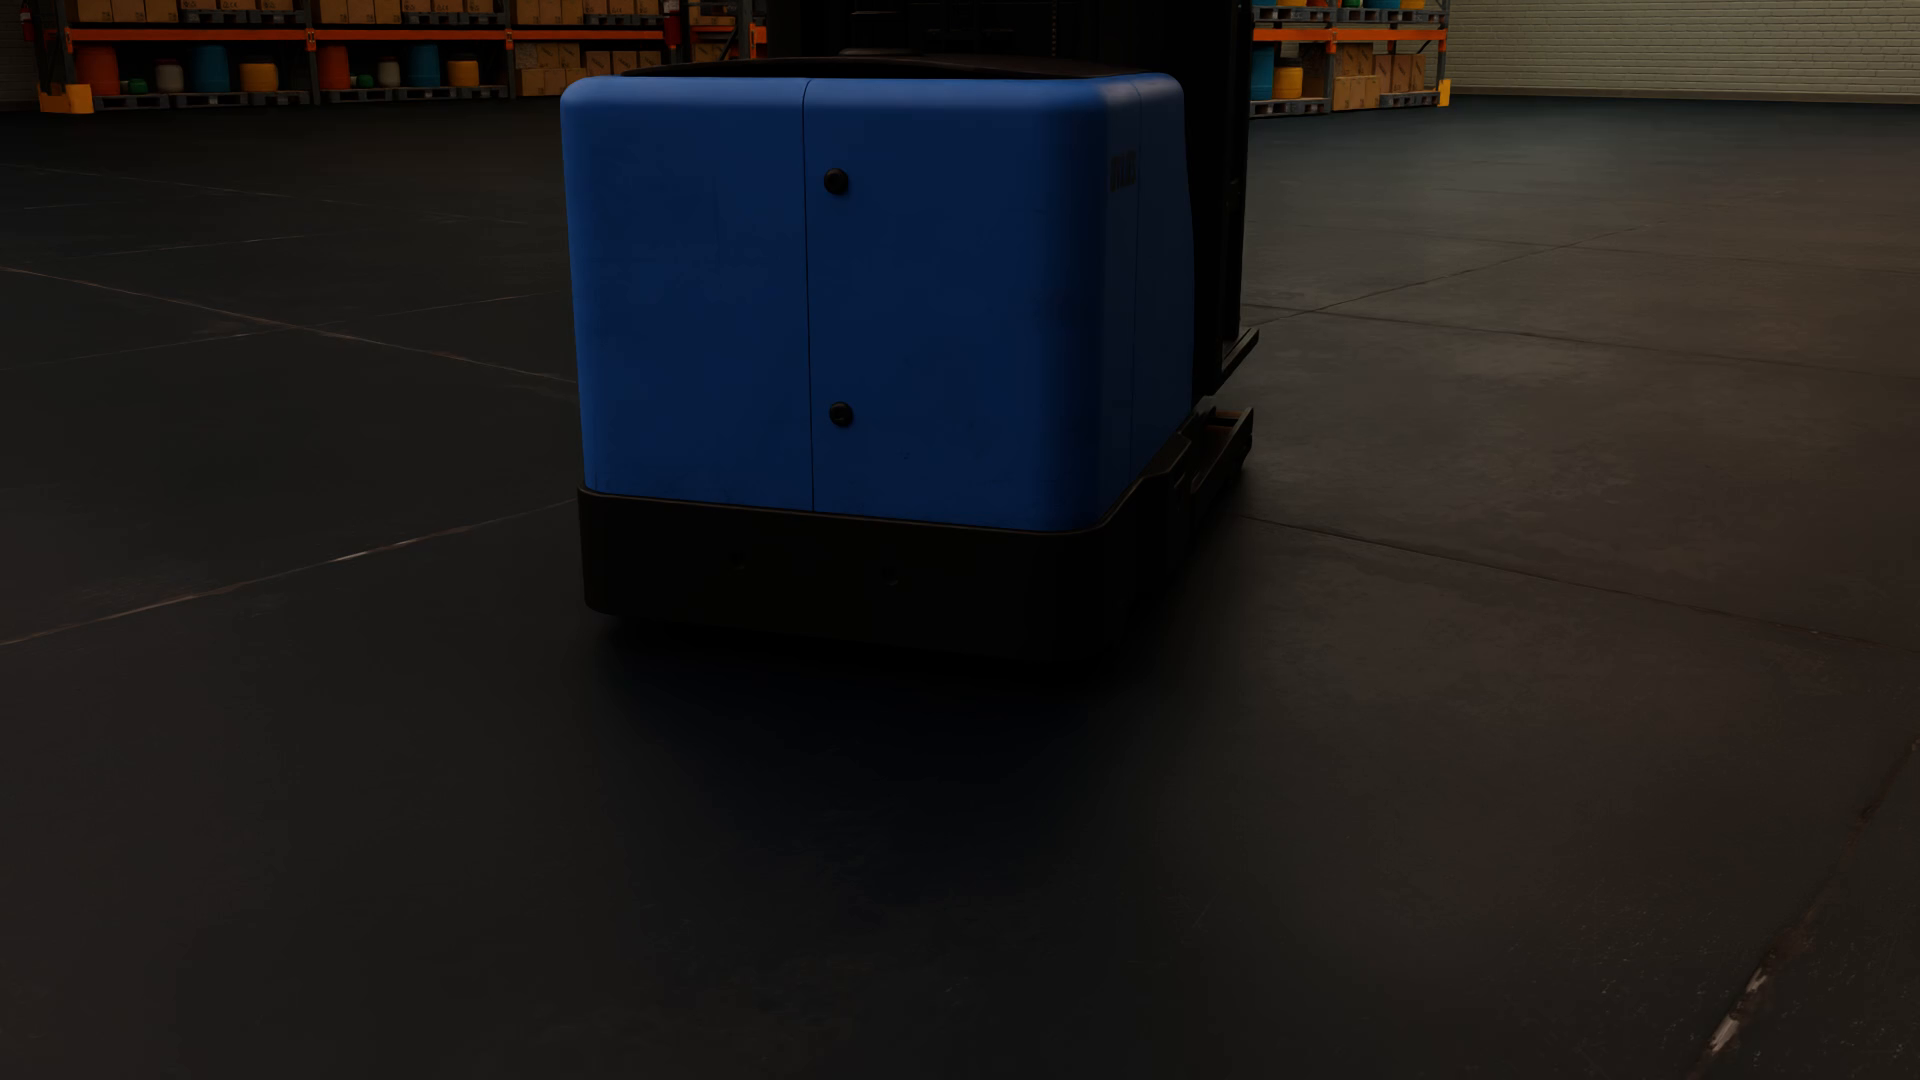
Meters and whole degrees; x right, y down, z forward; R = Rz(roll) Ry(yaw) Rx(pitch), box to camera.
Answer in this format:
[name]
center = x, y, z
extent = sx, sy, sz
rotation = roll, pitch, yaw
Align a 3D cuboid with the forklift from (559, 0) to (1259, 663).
[forklift]
center = 0.182, -1.571, 4.072
extent = 1.130, 2.935, 3.031
rotation = 5, 18, 17
